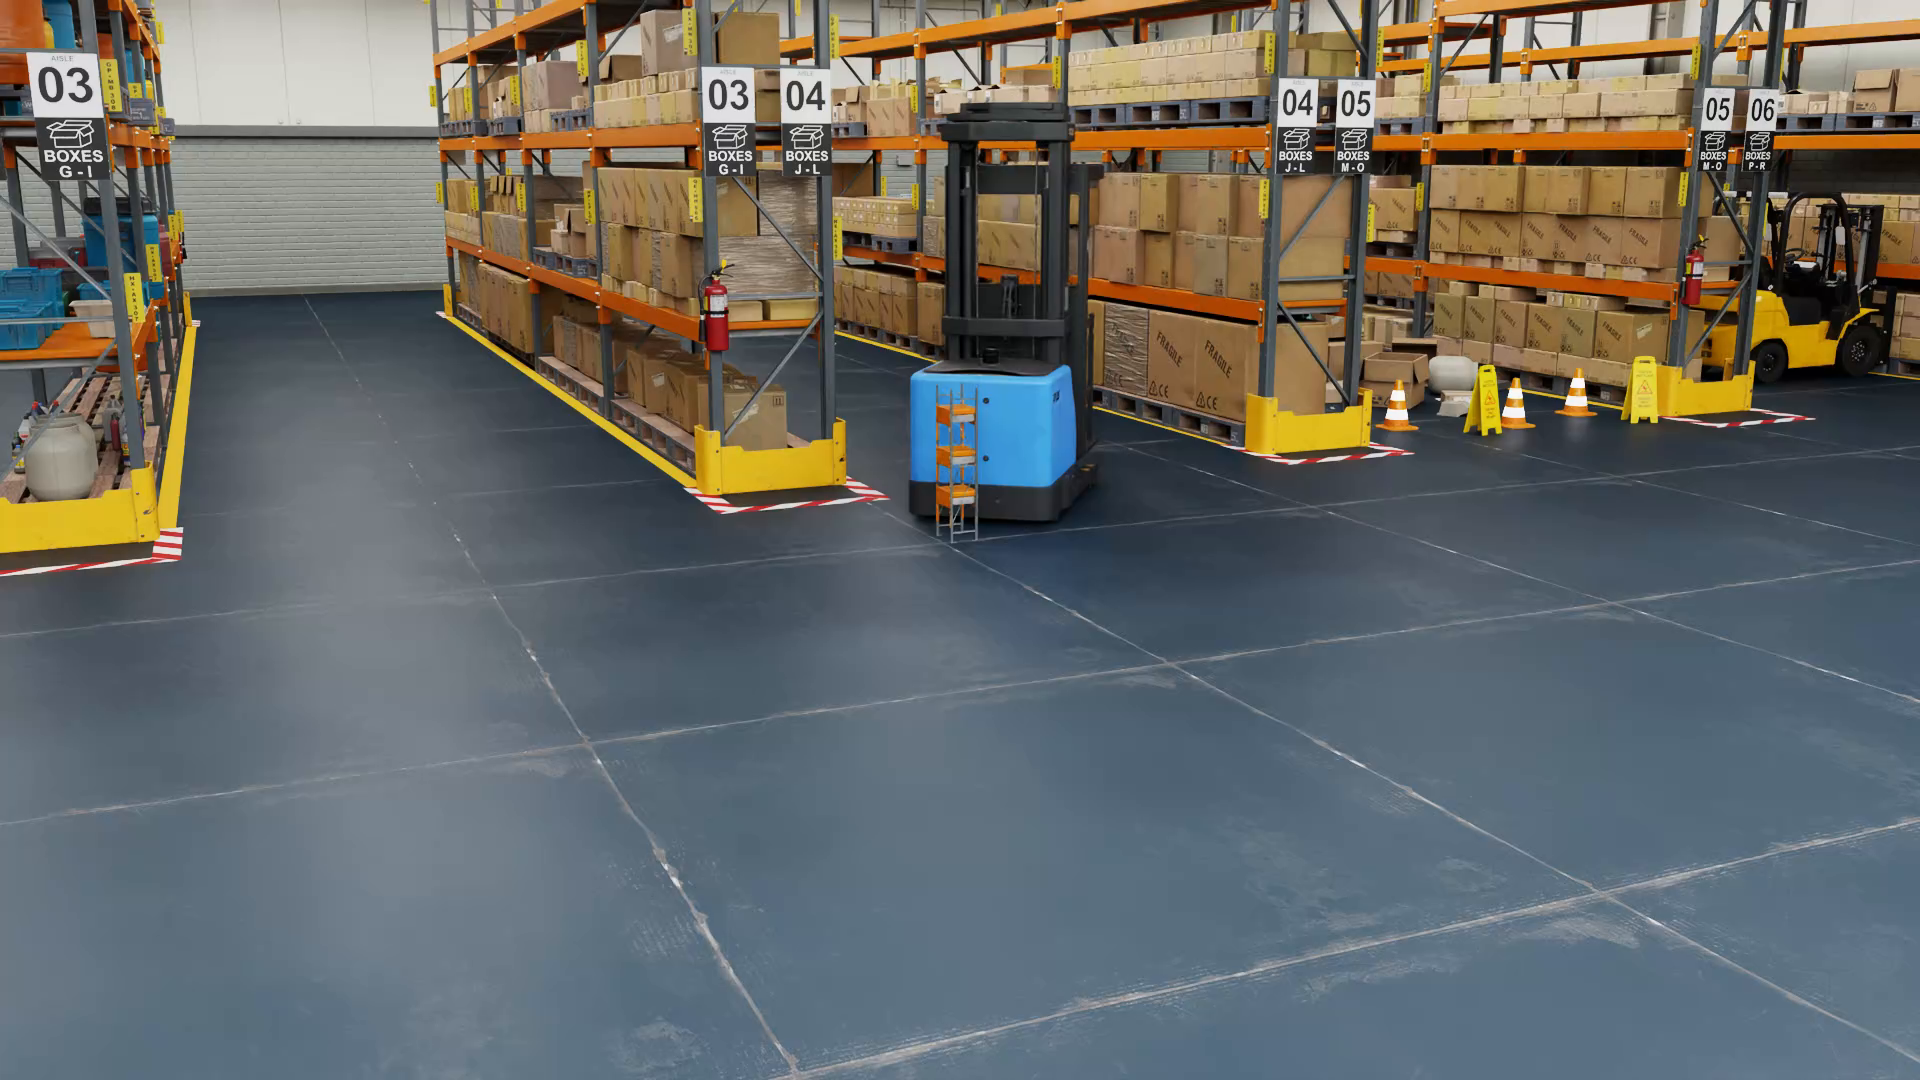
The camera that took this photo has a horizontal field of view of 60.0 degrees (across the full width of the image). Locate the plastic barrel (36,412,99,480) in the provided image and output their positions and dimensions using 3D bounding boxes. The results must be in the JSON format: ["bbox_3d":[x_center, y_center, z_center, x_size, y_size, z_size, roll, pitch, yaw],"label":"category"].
[{"bbox_3d":[-6.535,-0.654,12.128,0.421,0.512,0.421,0,13,0],"label":"plastic barrel"}]

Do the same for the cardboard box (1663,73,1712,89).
[{"bbox_3d":[7.211,-4.542,16.477,0.380,0.149,0.250,-5,14,-22],"label":"cardboard box"}]

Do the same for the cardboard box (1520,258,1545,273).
[{"bbox_3d":[6.478,-3.066,18.523,0.380,0.149,0.250,-6,14,-23],"label":"cardboard box"}]

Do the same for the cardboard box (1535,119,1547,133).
[{"bbox_3d":[6.533,-4.531,18.198,0.380,0.149,0.250,-6,14,-23],"label":"cardboard box"}]

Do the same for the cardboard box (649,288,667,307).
[{"bbox_3d":[-2.463,-2.094,14.323,0.380,0.149,0.250,-6,14,-23],"label":"cardboard box"}]

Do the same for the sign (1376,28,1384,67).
[{"bbox_3d":[3.633,-4.278,14.434,0.100,0.325,0.005,-6,14,-23],"label":"sign"}]

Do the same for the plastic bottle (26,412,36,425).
[{"bbox_3d":[-7.414,-0.848,13.279,0.144,0.351,0.185,-6,14,-23],"label":"plastic bottle"}]

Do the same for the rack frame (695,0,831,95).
[{"bbox_3d":[-1.463,-4.799,12.146,1.000,3.000,0.127,-6,14,-23],"label":"rack frame"}]

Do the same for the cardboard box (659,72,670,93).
[{"bbox_3d":[-2.189,-3.648,13.277,0.380,0.149,0.250,-6,14,-23],"label":"cardboard box"}]

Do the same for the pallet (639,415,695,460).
[{"bbox_3d":[-2.271,-0.956,15.031,1.003,0.211,1.213,-6,14,-23],"label":"pallet"}]

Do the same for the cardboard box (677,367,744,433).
[{"bbox_3d":[-2.202,-1.245,14.708,0.500,0.500,0.500,-4,14,-18],"label":"cardboard box"}]

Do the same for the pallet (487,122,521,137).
[{"bbox_3d":[-5.857,-5.538,22.419,0.805,0.209,1.217,-6,14,-25],"label":"pallet"}]

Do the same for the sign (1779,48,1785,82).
[{"bbox_3d":[8.115,-4.707,16.465,0.100,0.325,0.005,-6,14,-23],"label":"sign"}]

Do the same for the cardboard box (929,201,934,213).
[{"bbox_3d":[-0.200,-4.496,22.450,0.380,0.149,0.250,-6,14,-24],"label":"cardboard box"}]

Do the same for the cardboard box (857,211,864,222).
[{"bbox_3d":[-1.216,-4.510,23.171,0.380,0.149,0.250,-5,14,-22],"label":"cardboard box"}]

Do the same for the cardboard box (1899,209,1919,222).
[{"bbox_3d":[11.352,-3.844,19.664,0.380,0.149,0.250,-6,14,-25],"label":"cardboard box"}]

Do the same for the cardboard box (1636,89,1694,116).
[{"bbox_3d":[7.166,-4.386,16.687,0.500,0.250,0.500,-6,14,-24],"label":"cardboard box"}]

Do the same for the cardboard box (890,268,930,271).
[{"bbox_3d":[-0.736,-3.788,24.034,0.500,0.250,0.500,-6,14,-25],"label":"cardboard box"}]

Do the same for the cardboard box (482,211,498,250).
[{"bbox_3d":[-6.314,-4.286,23.015,0.500,0.500,0.500,-6,14,-23],"label":"cardboard box"}]

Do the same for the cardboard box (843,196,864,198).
[{"bbox_3d":[-1.652,-5.101,25.876,0.500,0.500,0.500,-6,14,-24],"label":"cardboard box"}]

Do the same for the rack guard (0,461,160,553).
[{"bbox_3d":[-6.074,-0.222,11.221,1.175,0.500,0.348,-6,14,-23],"label":"rack guard"}]

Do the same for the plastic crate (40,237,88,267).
[{"bbox_3d":[-8.839,-2.751,16.462,0.402,0.464,0.583,-6,14,-23],"label":"plastic crate"}]

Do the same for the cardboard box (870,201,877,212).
[{"bbox_3d":[-1.012,-4.549,22.678,0.380,0.149,0.250,-5,14,-21],"label":"cardboard box"}]

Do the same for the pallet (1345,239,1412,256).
[{"bbox_3d":[5.243,-3.925,22.102,1.003,0.211,1.213,-6,14,-23],"label":"pallet"}]

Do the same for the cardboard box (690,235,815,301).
[{"bbox_3d":[-1.658,-2.186,13.280,0.875,0.500,0.500,-6,14,-23],"label":"cardboard box"}]

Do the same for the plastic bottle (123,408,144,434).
[{"bbox_3d":[-7.004,-1.032,14.076,0.144,0.351,0.185,-6,15,-26],"label":"plastic bottle"}]

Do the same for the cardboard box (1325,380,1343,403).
[{"bbox_3d":[3.896,-1.609,17.731,0.396,0.266,0.258,-3,13,-13],"label":"cardboard box"}]

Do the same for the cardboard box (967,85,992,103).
[{"bbox_3d":[0.413,-5.248,19.785,0.500,0.311,0.500,-6,14,-24],"label":"cardboard box"}]

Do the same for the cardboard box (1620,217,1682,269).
[{"bbox_3d":[7.148,-3.052,17.022,0.500,0.500,0.500,-6,14,-24],"label":"cardboard box"}]

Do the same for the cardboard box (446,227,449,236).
[{"bbox_3d":[-8.032,-4.956,26.688,0.380,0.149,0.250,-5,14,-22],"label":"cardboard box"}]

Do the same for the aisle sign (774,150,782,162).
[{"bbox_3d":[-3.041,-6.917,28.840,0.394,0.787,0.004,-6,14,-23],"label":"aisle sign"}]

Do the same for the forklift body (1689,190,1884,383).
[{"bbox_3d":[9.733,-3.034,19.707,2.313,2.155,1.214,-6,14,-23],"label":"forklift body"}]

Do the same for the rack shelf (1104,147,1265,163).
[{"bbox_3d":[3.612,-5.948,25.360,1.077,0.370,4.000,-6,14,-23],"label":"rack shelf"}]

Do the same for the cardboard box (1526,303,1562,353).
[{"bbox_3d":[6.650,-2.356,18.399,0.500,0.500,0.500,-6,14,-24],"label":"cardboard box"}]

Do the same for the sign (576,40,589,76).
[{"bbox_3d":[-3.572,-4.557,15.733,0.100,0.325,0.005,-6,14,-23],"label":"sign"}]

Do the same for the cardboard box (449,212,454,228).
[{"bbox_3d":[-7.713,-5.023,26.093,0.500,0.250,0.500,-6,14,-24],"label":"cardboard box"}]

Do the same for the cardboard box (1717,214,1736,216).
[{"bbox_3d":[10.131,-4.295,22.500,0.500,0.250,0.500,-6,14,-24],"label":"cardboard box"}]

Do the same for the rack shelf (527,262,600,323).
[{"bbox_3d":[-3.866,-2.765,18.260,1.077,0.370,4.000,-6,14,-23],"label":"rack shelf"}]

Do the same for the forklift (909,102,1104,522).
[{"bbox_3d":[0.485,-1.843,12.835,1.130,2.935,3.031,3,13,14],"label":"forklift"}]

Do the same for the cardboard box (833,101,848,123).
[{"bbox_3d":[-1.524,-6.204,24.137,0.500,0.311,0.500,-6,14,-24],"label":"cardboard box"}]

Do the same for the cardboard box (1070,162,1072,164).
[{"bbox_3d":[2.047,-6.353,28.288,0.380,0.149,0.250,-6,14,-23],"label":"cardboard box"}]

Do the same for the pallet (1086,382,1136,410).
[{"bbox_3d":[1.753,-1.607,17.844,1.003,0.211,1.213,-6,14,-23],"label":"pallet"}]

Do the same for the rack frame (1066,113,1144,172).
[{"bbox_3d":[1.520,-3.129,18.239,1.000,3.000,0.127,-6,14,-23],"label":"rack frame"}]

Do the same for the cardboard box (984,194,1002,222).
[{"bbox_3d":[0.705,-4.082,19.917,0.700,0.500,0.500,-6,14,-24],"label":"cardboard box"}]

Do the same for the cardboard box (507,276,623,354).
[{"bbox_3d":[-4.925,-2.843,20.780,1.225,0.875,0.875,-6,14,-26],"label":"cardboard box"}]

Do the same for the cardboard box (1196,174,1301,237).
[{"bbox_3d":[2.704,-3.088,15.331,0.875,0.550,0.550,-6,14,-23],"label":"cardboard box"}]

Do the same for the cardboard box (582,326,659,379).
[{"bbox_3d":[-3.690,-2.043,18.114,0.700,0.500,0.500,-7,15,-28],"label":"cardboard box"}]

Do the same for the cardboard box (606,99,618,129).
[{"bbox_3d":[-2.903,-3.866,15.100,0.500,0.250,0.500,-6,14,-23],"label":"cardboard box"}]

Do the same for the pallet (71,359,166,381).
[{"bbox_3d":[-9.560,-1.882,19.033,1.003,0.211,1.213,-6,14,-23],"label":"pallet"}]

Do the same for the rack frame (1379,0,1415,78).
[{"bbox_3d":[7.357,-8.622,28.666,1.000,3.000,0.127,-6,14,-23],"label":"rack frame"}]

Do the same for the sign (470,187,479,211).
[{"bbox_3d":[-6.778,-4.765,23.210,0.100,0.325,0.005,-6,14,-23],"label":"sign"}]

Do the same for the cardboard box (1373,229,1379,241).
[{"bbox_3d":[5.331,-3.867,21.052,0.380,0.149,0.250,-6,14,-24],"label":"cardboard box"}]

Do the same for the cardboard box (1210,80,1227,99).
[{"bbox_3d":[2.475,-4.039,14.918,0.380,0.149,0.250,-5,14,-22],"label":"cardboard box"}]

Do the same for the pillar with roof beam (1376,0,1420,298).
[{"bbox_3d":[3.960,-8.458,27.959,9.100,9.000,0.400,-6,14,-23],"label":"pillar with roof beam"}]

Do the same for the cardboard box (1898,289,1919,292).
[{"bbox_3d":[11.751,-2.896,20.179,0.500,0.250,0.500,-6,14,-23],"label":"cardboard box"}]

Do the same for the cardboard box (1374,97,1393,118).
[{"bbox_3d":[5.450,-5.403,20.811,0.500,0.250,0.500,-5,14,-22],"label":"cardboard box"}]

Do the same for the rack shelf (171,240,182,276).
[{"bbox_3d":[-11.609,-3.970,23.468,1.077,0.370,4.000,-6,14,-23],"label":"rack shelf"}]

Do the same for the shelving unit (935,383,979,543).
[{"bbox_3d":[-0.021,-0.523,11.299,0.215,1.050,0.252,-6,14,-23],"label":"shelving unit"}]

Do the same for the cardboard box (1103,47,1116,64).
[{"bbox_3d":[1.661,-4.847,16.643,0.380,0.149,0.250,-6,14,-24],"label":"cardboard box"}]
